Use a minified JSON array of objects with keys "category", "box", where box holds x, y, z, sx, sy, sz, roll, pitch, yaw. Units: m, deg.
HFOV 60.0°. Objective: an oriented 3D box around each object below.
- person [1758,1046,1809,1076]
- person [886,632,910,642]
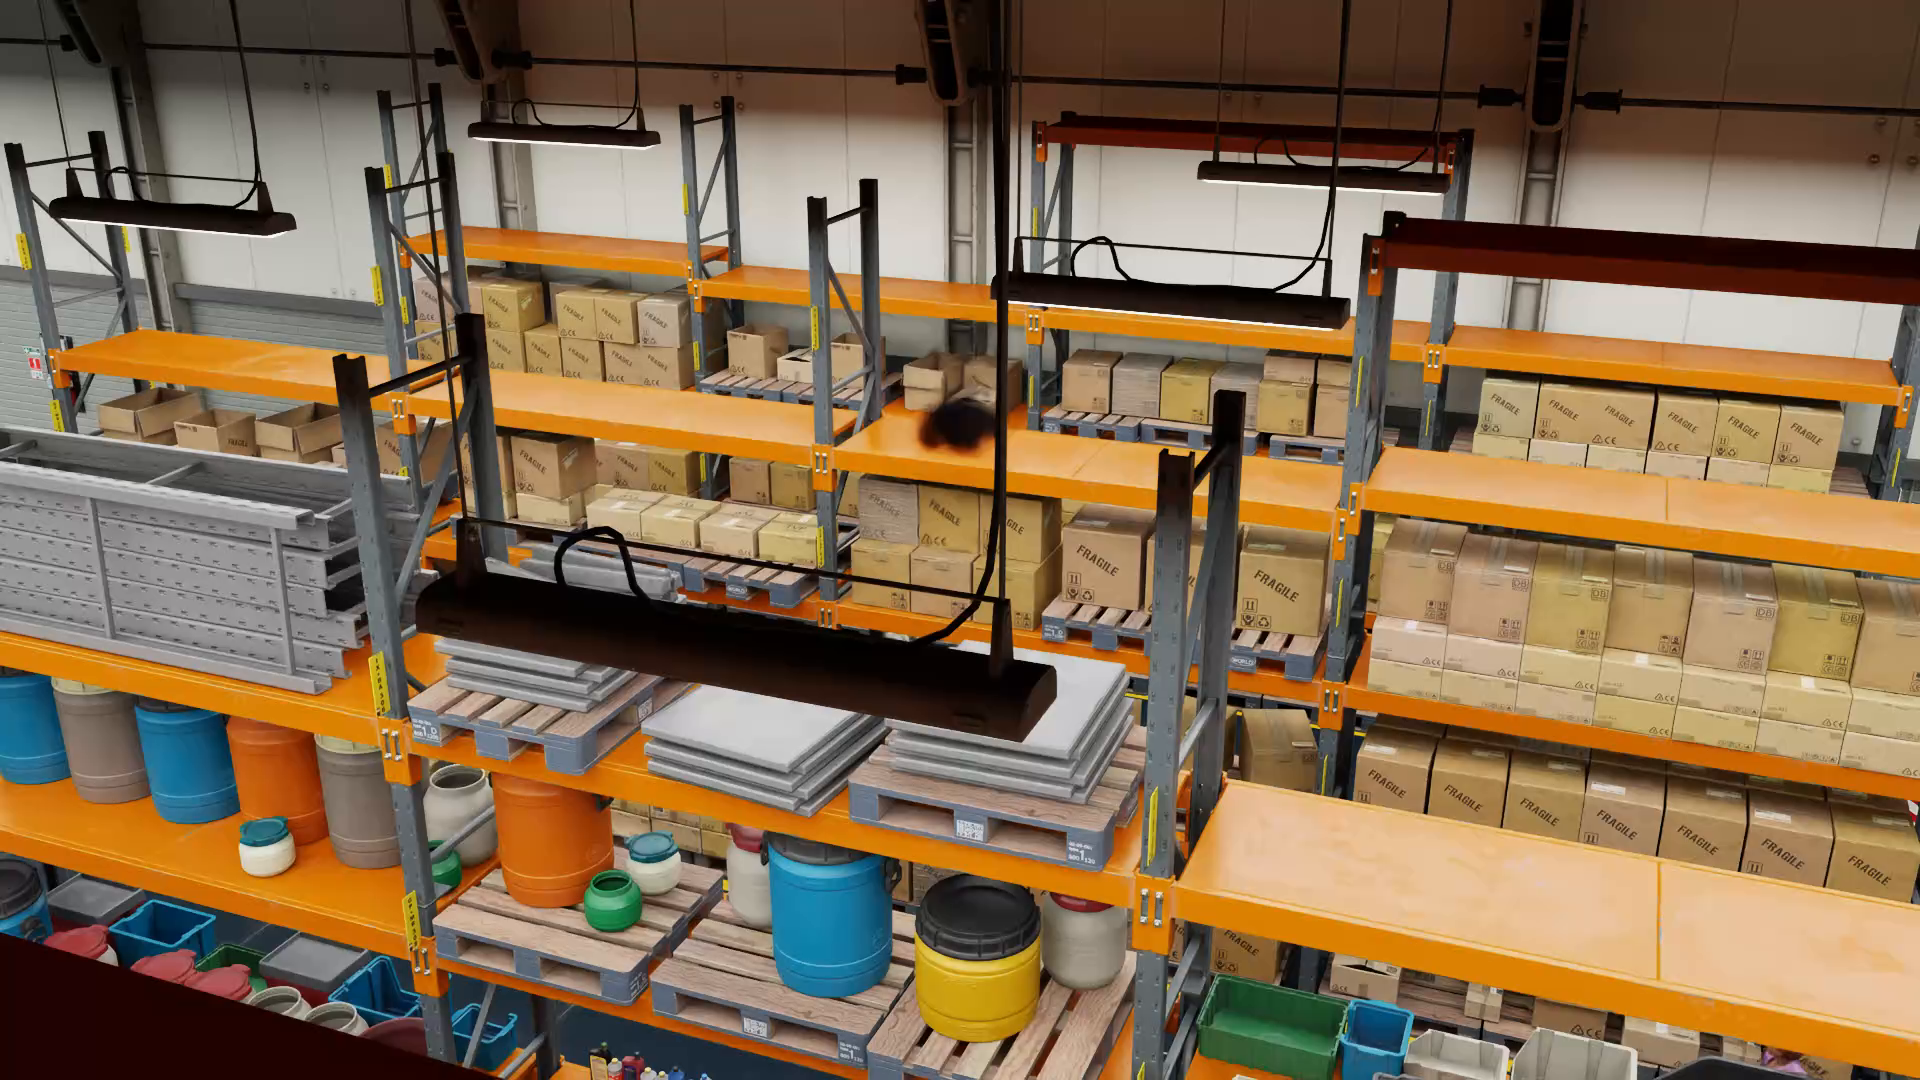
[{"category":"person","box":[5.088,3.691,10.352,0.909,1.584,0.553,3,21,9]},{"category":"person","box":[-0.523,1.361,16.412,0.790,1.731,0.657,3,21,7]}]
